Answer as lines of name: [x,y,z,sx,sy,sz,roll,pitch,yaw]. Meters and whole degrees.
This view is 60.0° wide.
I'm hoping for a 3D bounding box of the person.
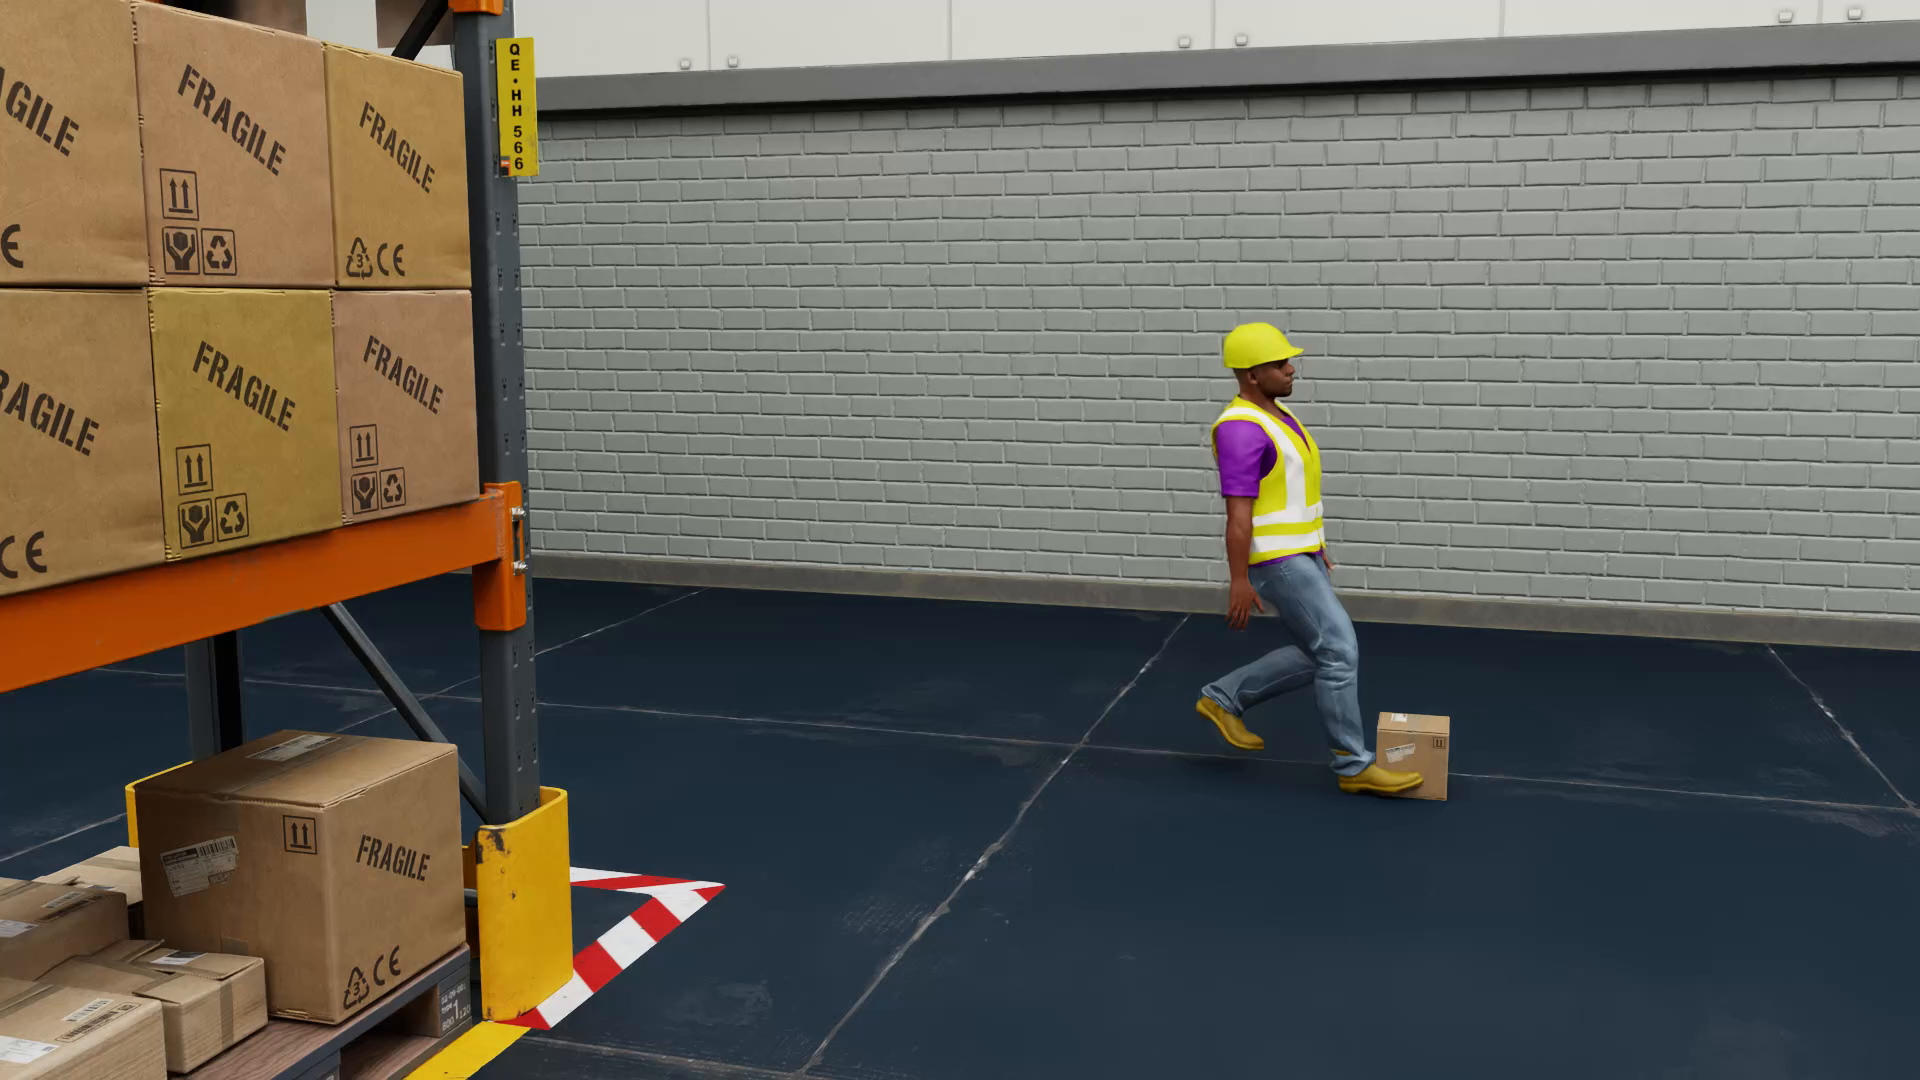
person: [1.281,0.060,6.078,0.882,1.695,0.636,4,9,23]
